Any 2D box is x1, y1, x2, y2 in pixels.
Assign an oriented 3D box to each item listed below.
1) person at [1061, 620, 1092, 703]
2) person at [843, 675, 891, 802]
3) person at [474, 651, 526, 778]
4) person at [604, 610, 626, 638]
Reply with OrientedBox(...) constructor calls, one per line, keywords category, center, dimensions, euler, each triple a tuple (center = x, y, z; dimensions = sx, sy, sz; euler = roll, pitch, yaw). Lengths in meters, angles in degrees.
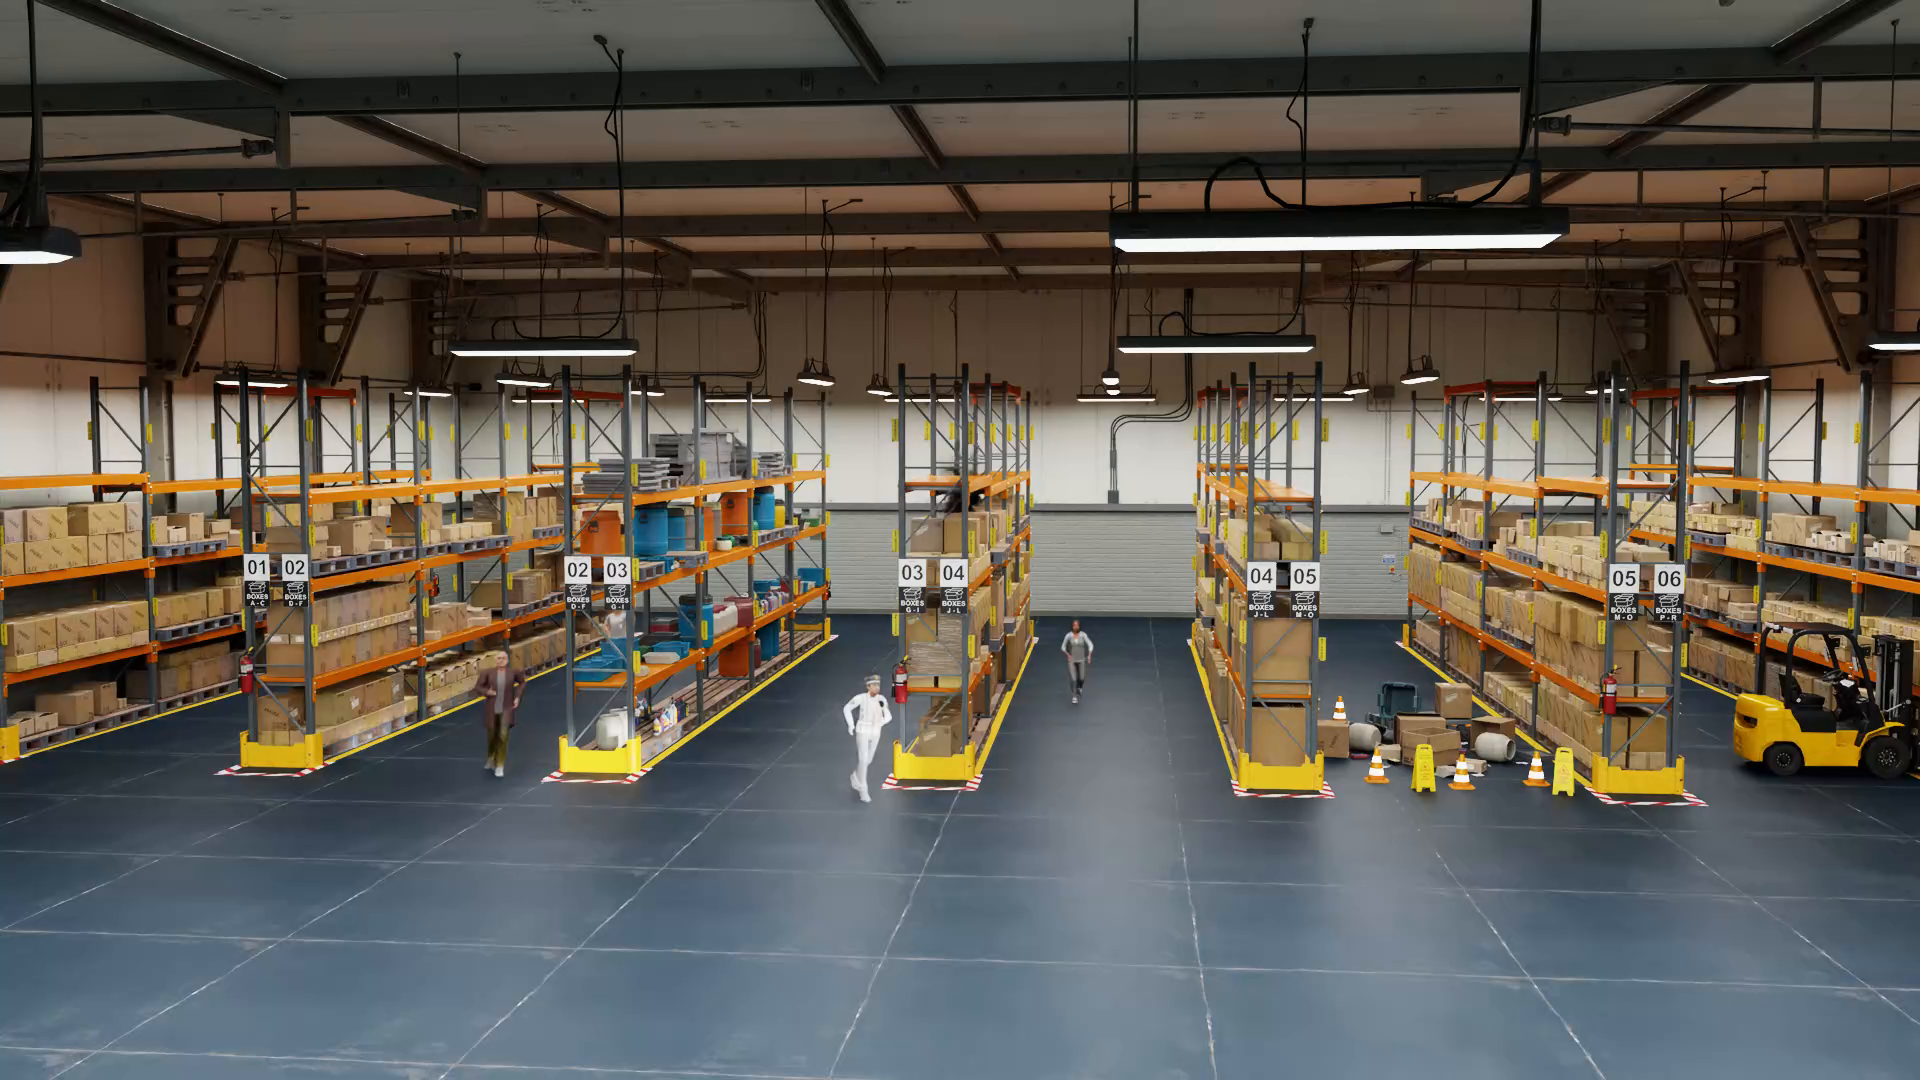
OrientedBox(category="person", center=(2.162, 2.248, 30.776), dimensions=(0.590, 1.551, 0.571), euler=(0, 4, 0))
OrientedBox(category="person", center=(-1.266, 2.713, 22.987), dimensions=(0.633, 1.724, 0.815), euler=(-2, 4, -25))
OrientedBox(category="person", center=(-6.771, 2.555, 24.504), dimensions=(0.723, 1.857, 0.788), euler=(-1, 4, -12))
OrientedBox(category="person", center=(-6.933, 2.028, 33.684), dimensions=(0.561, 1.619, 0.588), euler=(0, 4, -4))
